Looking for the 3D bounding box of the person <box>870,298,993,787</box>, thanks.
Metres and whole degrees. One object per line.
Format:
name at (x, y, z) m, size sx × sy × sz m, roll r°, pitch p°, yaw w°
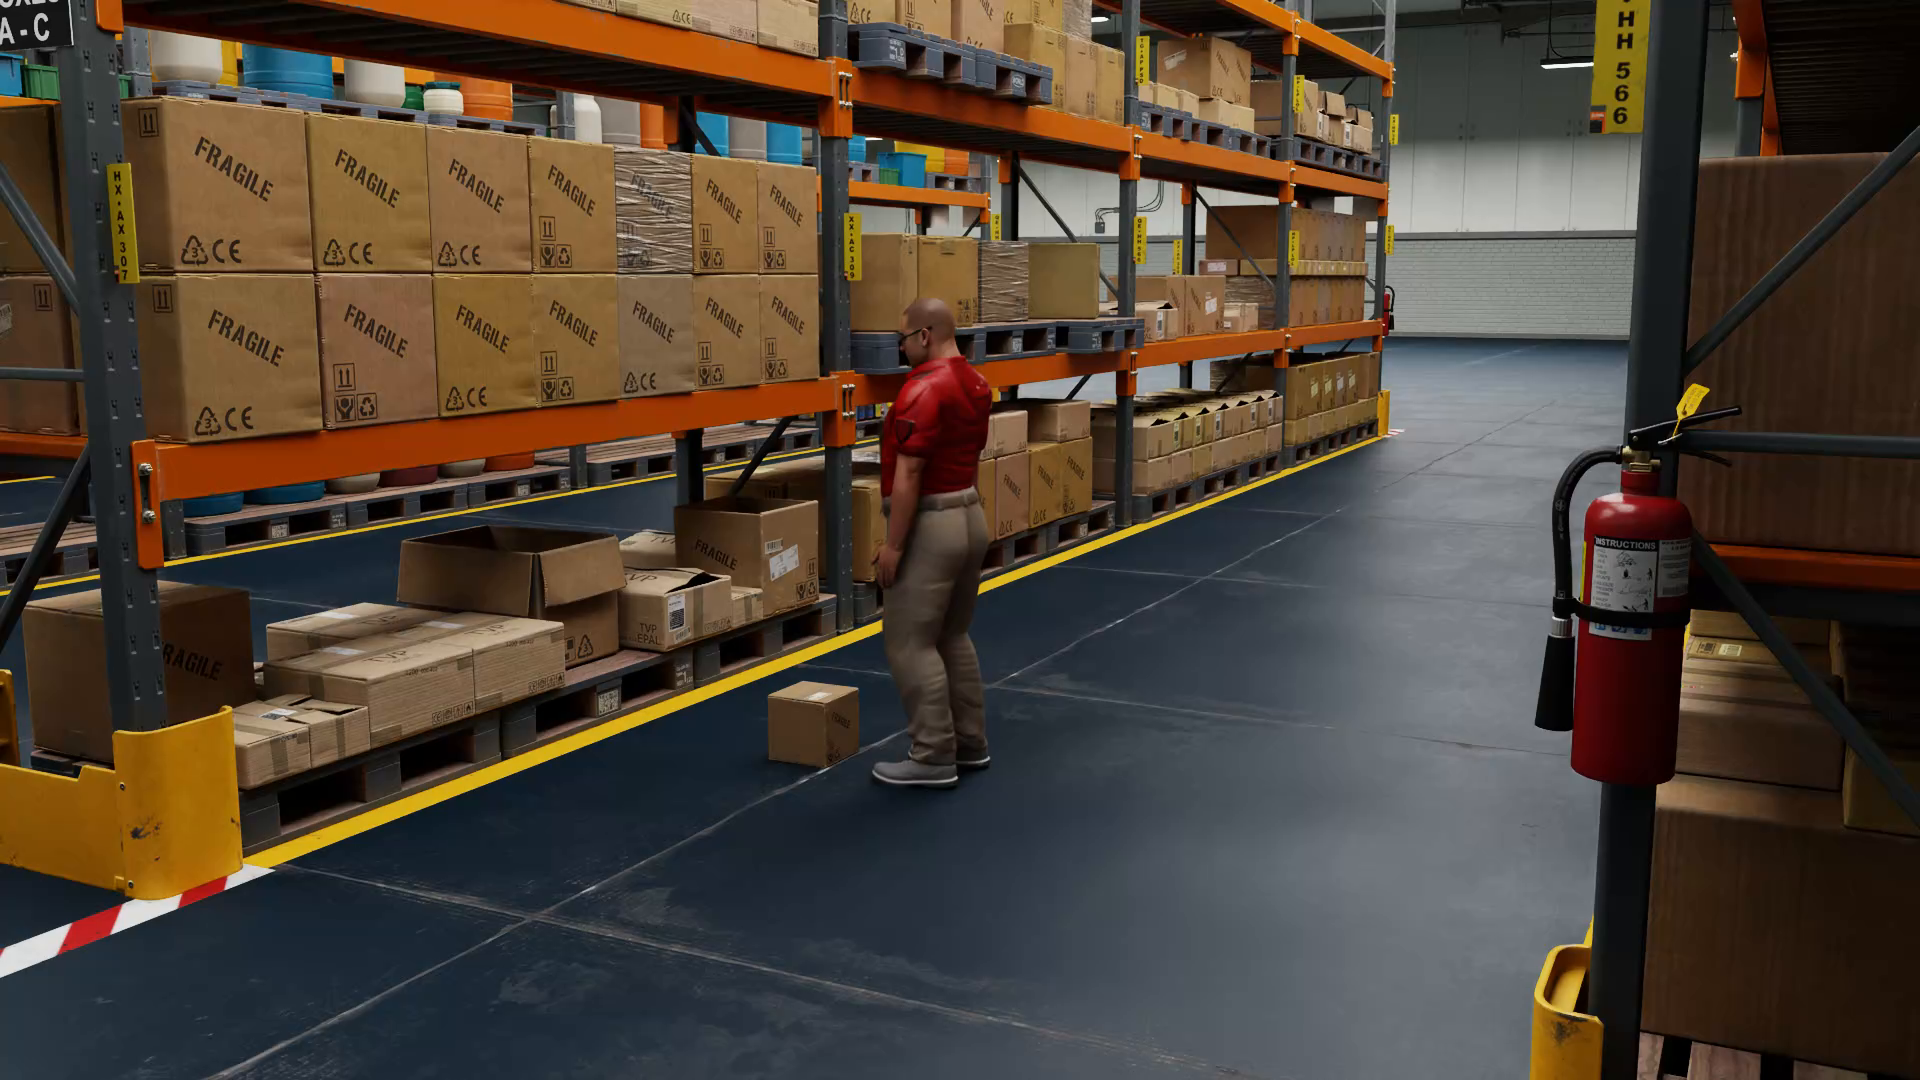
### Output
person at (-0.114, 0.007, 5.913) m, size 0.359 × 1.721 × 0.530 m, roll 5°, pitch 10°, yaw 27°
